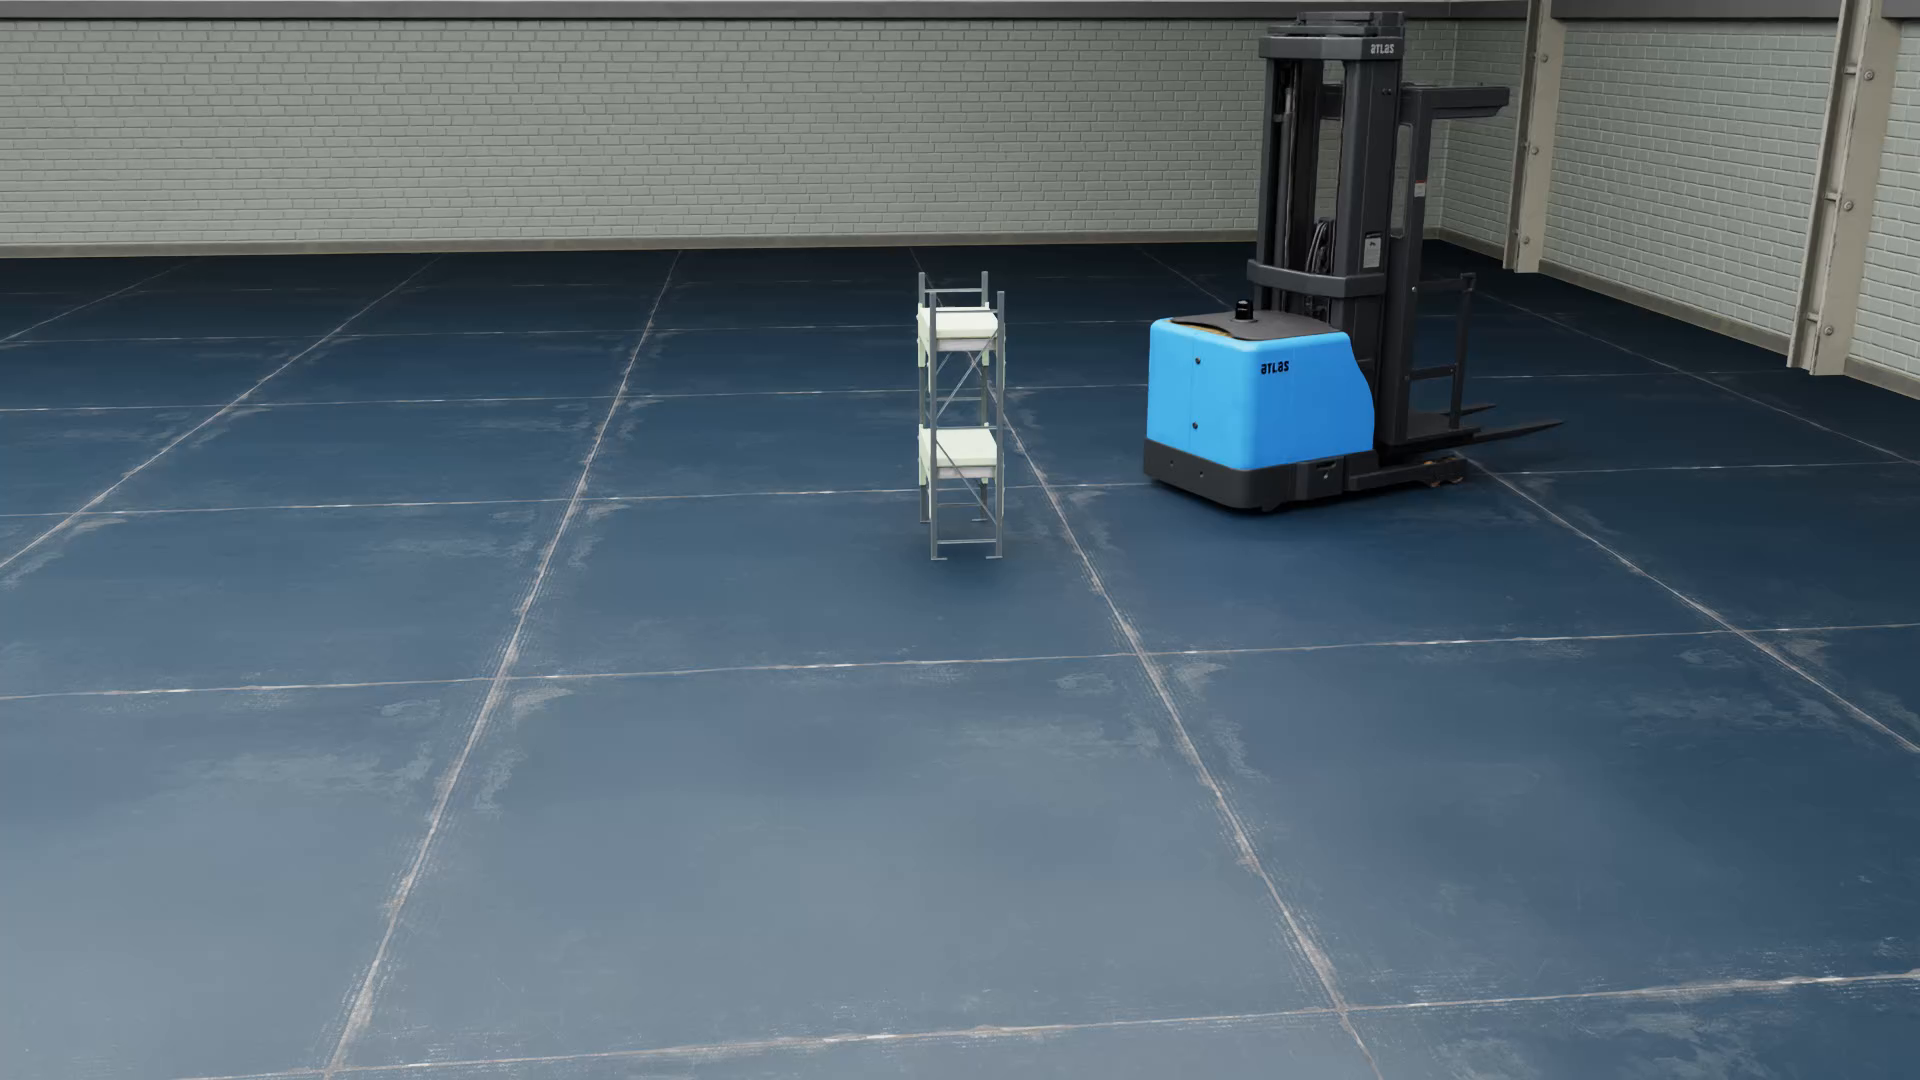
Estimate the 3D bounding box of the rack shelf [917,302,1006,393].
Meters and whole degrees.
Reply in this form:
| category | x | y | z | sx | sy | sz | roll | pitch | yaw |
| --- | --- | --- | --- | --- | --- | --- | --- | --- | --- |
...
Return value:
| category | x | y | z | sx | sy | sz | roll | pitch | yaw |
| --- | --- | --- | --- | --- | --- | --- | --- | --- | --- |
| rack shelf | -0.001 | -1.090 | 9.342 | 0.431 | 0.370 | 0.720 | -2 | 18 | -6 |

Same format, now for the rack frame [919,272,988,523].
| category | x | y | z | sx | sy | sz | roll | pitch | yaw |
| --- | --- | --- | --- | --- | --- | --- | --- | --- | --- |
| rack frame | -0.038 | -0.827 | 9.806 | 0.400 | 1.500 | 0.023 | -2 | 18 | -6 |

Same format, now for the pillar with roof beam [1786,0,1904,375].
| category | x | y | z | sx | sy | sz | roll | pitch | yaw |
| --- | --- | --- | --- | --- | --- | --- | --- | --- | --- |
| pillar with roof beam | 3.101 | -5.625 | 12.570 | 9.100 | 9.000 | 0.400 | -2 | 18 | -6 |

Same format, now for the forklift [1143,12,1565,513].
| category | x | y | z | sx | sy | sz | roll | pitch | yaw |
| --- | --- | --- | --- | --- | --- | --- | --- | --- | --- |
| forklift | 2.728 | -1.868 | 10.735 | 3.031 | 2.935 | 1.130 | -10 | 20 | -28 |

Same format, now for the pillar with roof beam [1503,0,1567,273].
| category | x | y | z | sx | sy | sz | roll | pitch | yaw |
| --- | --- | --- | --- | --- | --- | --- | --- | --- | --- |
| pillar with roof beam | 2.483 | -7.412 | 18.264 | 9.100 | 9.000 | 0.400 | -2 | 18 | -6 |

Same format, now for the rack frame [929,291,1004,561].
| category | x | y | z | sx | sy | sz | roll | pitch | yaw |
| --- | --- | --- | --- | --- | --- | --- | --- | --- | --- |
| rack frame | 0.037 | -0.609 | 9.111 | 0.400 | 1.500 | 0.023 | -2 | 18 | -6 |

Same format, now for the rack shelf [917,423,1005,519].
| category | x | y | z | sx | sy | sz | roll | pitch | yaw |
| --- | --- | --- | --- | --- | --- | --- | --- | --- | --- |
| rack shelf | -0.001 | -0.407 | 9.556 | 0.431 | 0.370 | 0.720 | -2 | 18 | -6 |

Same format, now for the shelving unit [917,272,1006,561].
| category | x | y | z | sx | sy | sz | roll | pitch | yaw |
| --- | --- | --- | --- | --- | --- | --- | --- | --- | --- |
| shelving unit | -0.001 | -0.718 | 9.459 | 0.431 | 1.500 | 0.755 | -2 | 18 | -6 |
